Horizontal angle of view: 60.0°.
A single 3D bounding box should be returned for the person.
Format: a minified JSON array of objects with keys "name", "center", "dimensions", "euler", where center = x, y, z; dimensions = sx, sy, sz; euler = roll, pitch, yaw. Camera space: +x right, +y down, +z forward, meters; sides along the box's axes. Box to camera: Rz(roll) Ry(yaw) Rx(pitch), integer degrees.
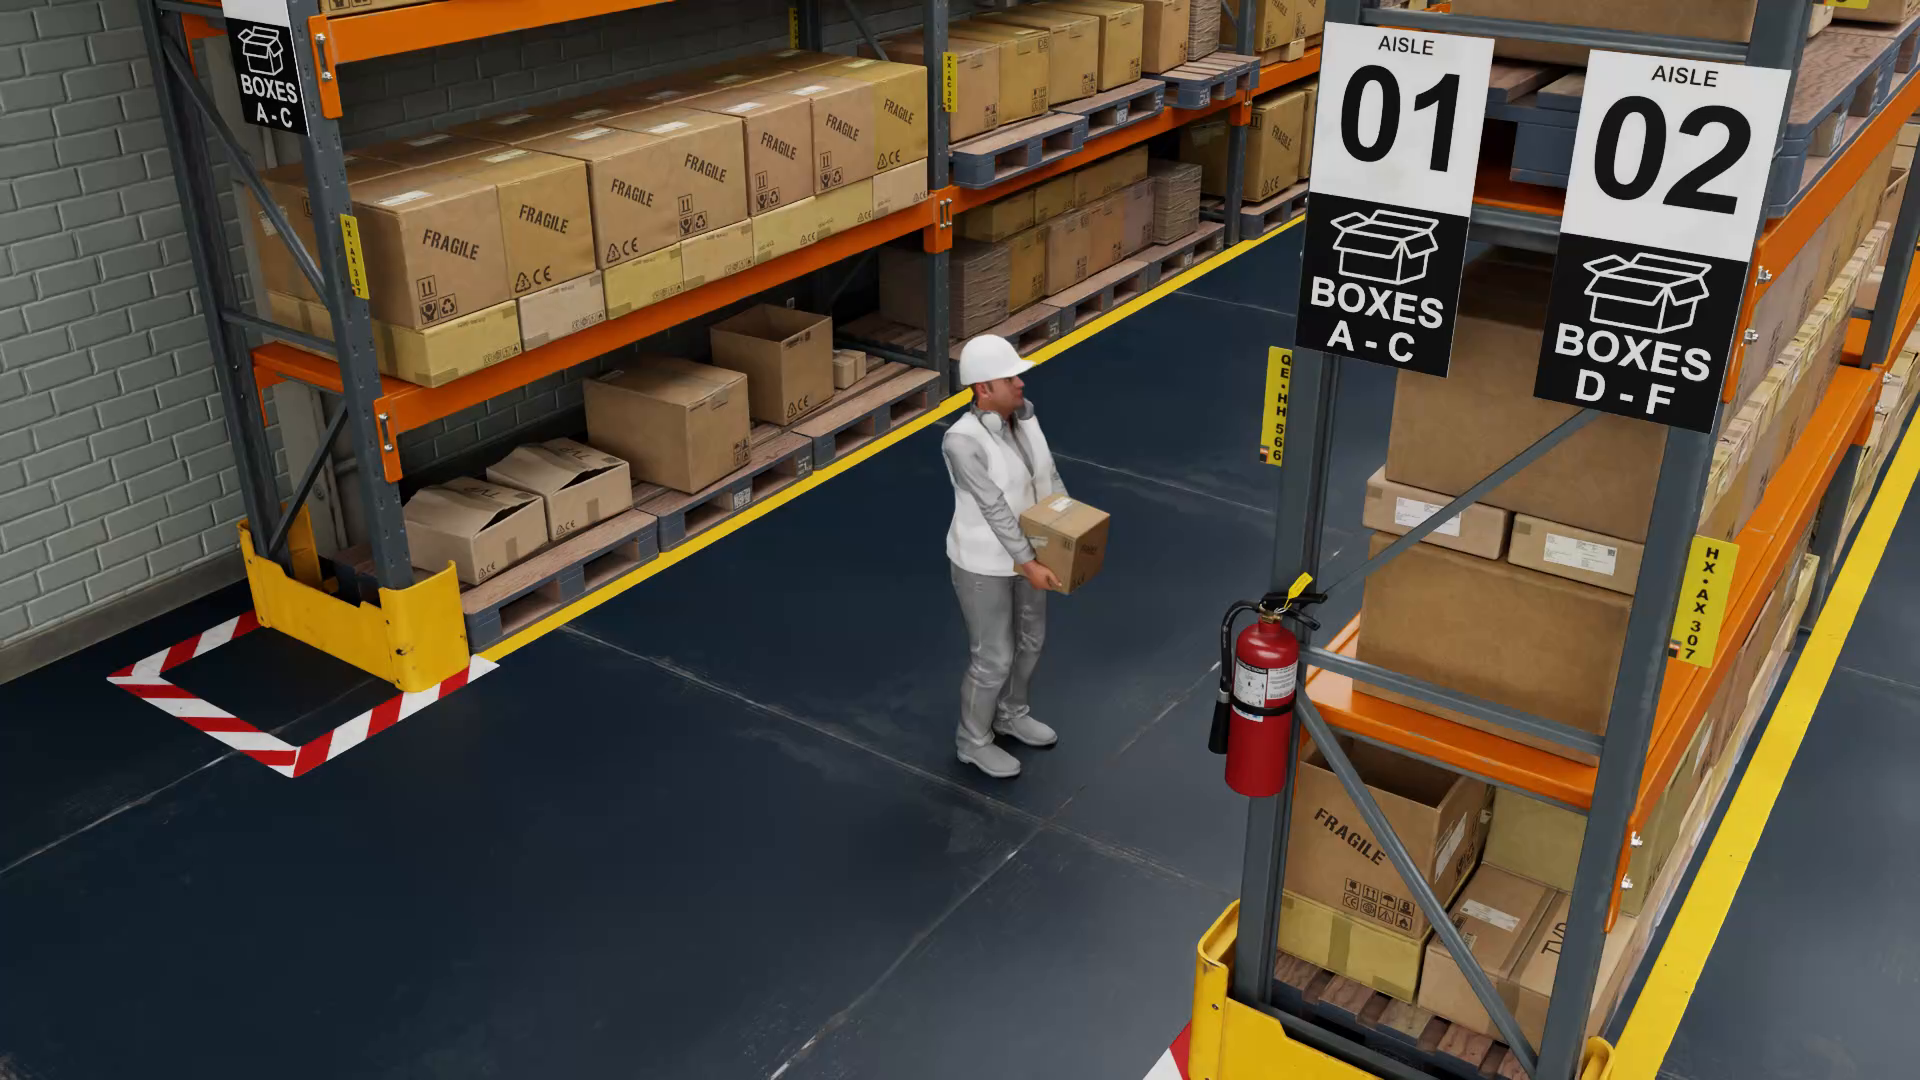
[{"name":"person","center":[0.239,0.079,6.441],"dimensions":[0.553,1.762,0.494],"euler":[18,32,31]}]
